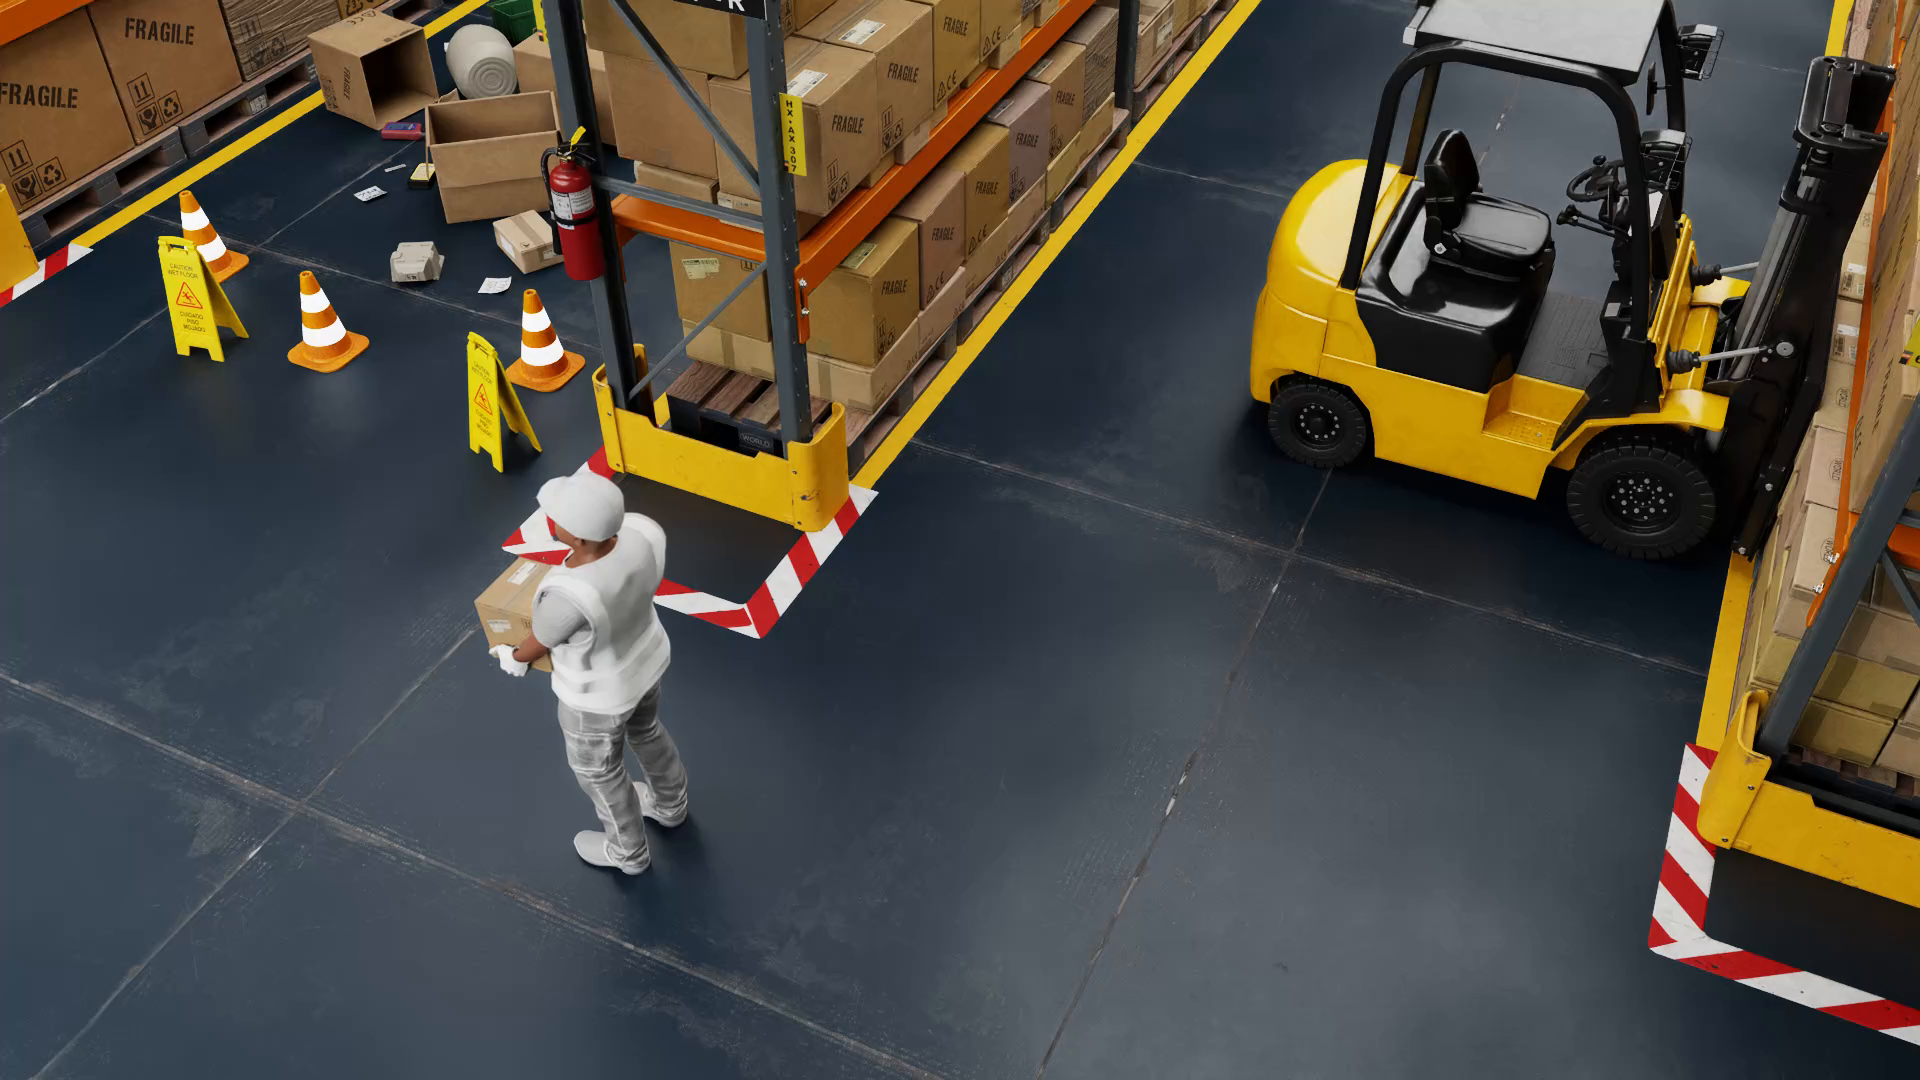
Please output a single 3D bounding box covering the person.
[{"bbox_3d":[-1.277,0.430,5.664,0.573,1.780,0.490,18,45,19],"label":"person"}]
